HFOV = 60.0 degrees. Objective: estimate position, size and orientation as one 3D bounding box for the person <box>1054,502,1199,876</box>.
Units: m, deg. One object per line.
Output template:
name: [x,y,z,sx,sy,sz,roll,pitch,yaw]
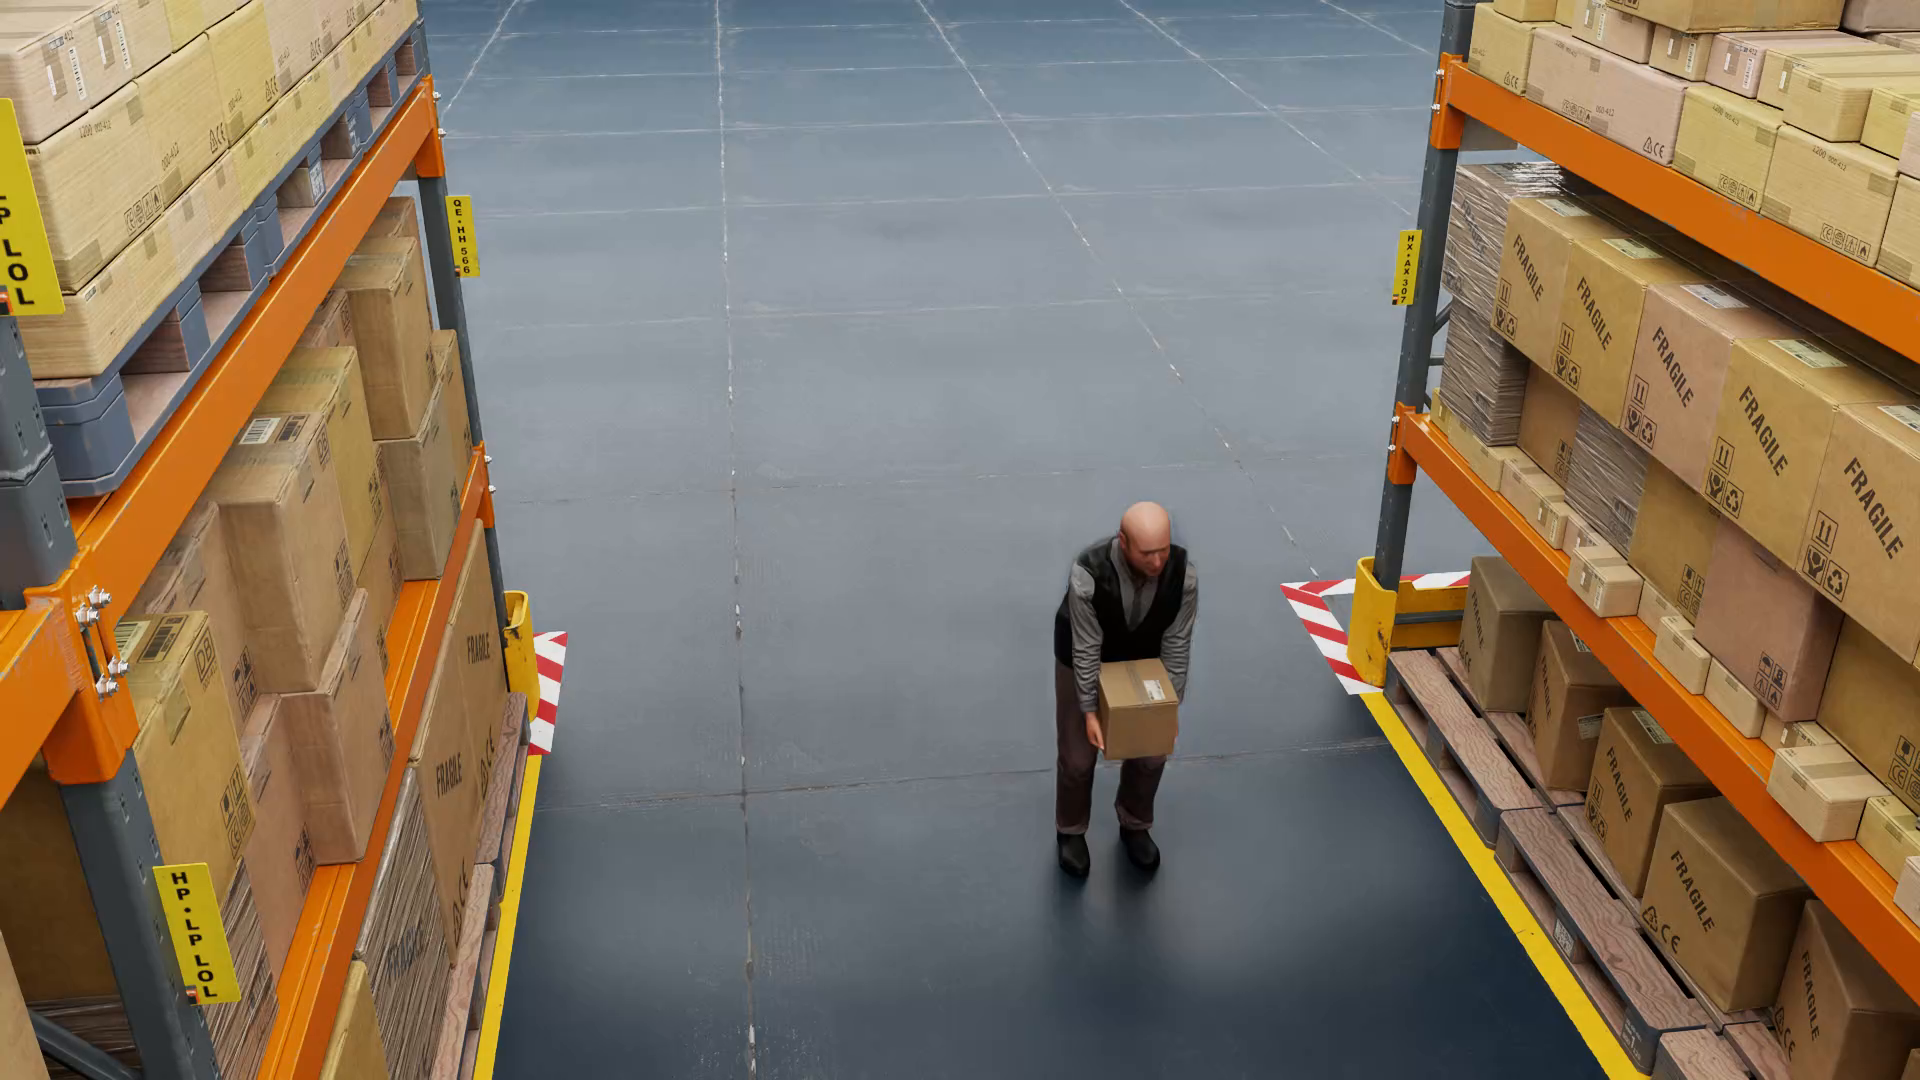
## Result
person: [0.606,0.537,6.178,0.477,1.647,0.615,-4,27,-8]
